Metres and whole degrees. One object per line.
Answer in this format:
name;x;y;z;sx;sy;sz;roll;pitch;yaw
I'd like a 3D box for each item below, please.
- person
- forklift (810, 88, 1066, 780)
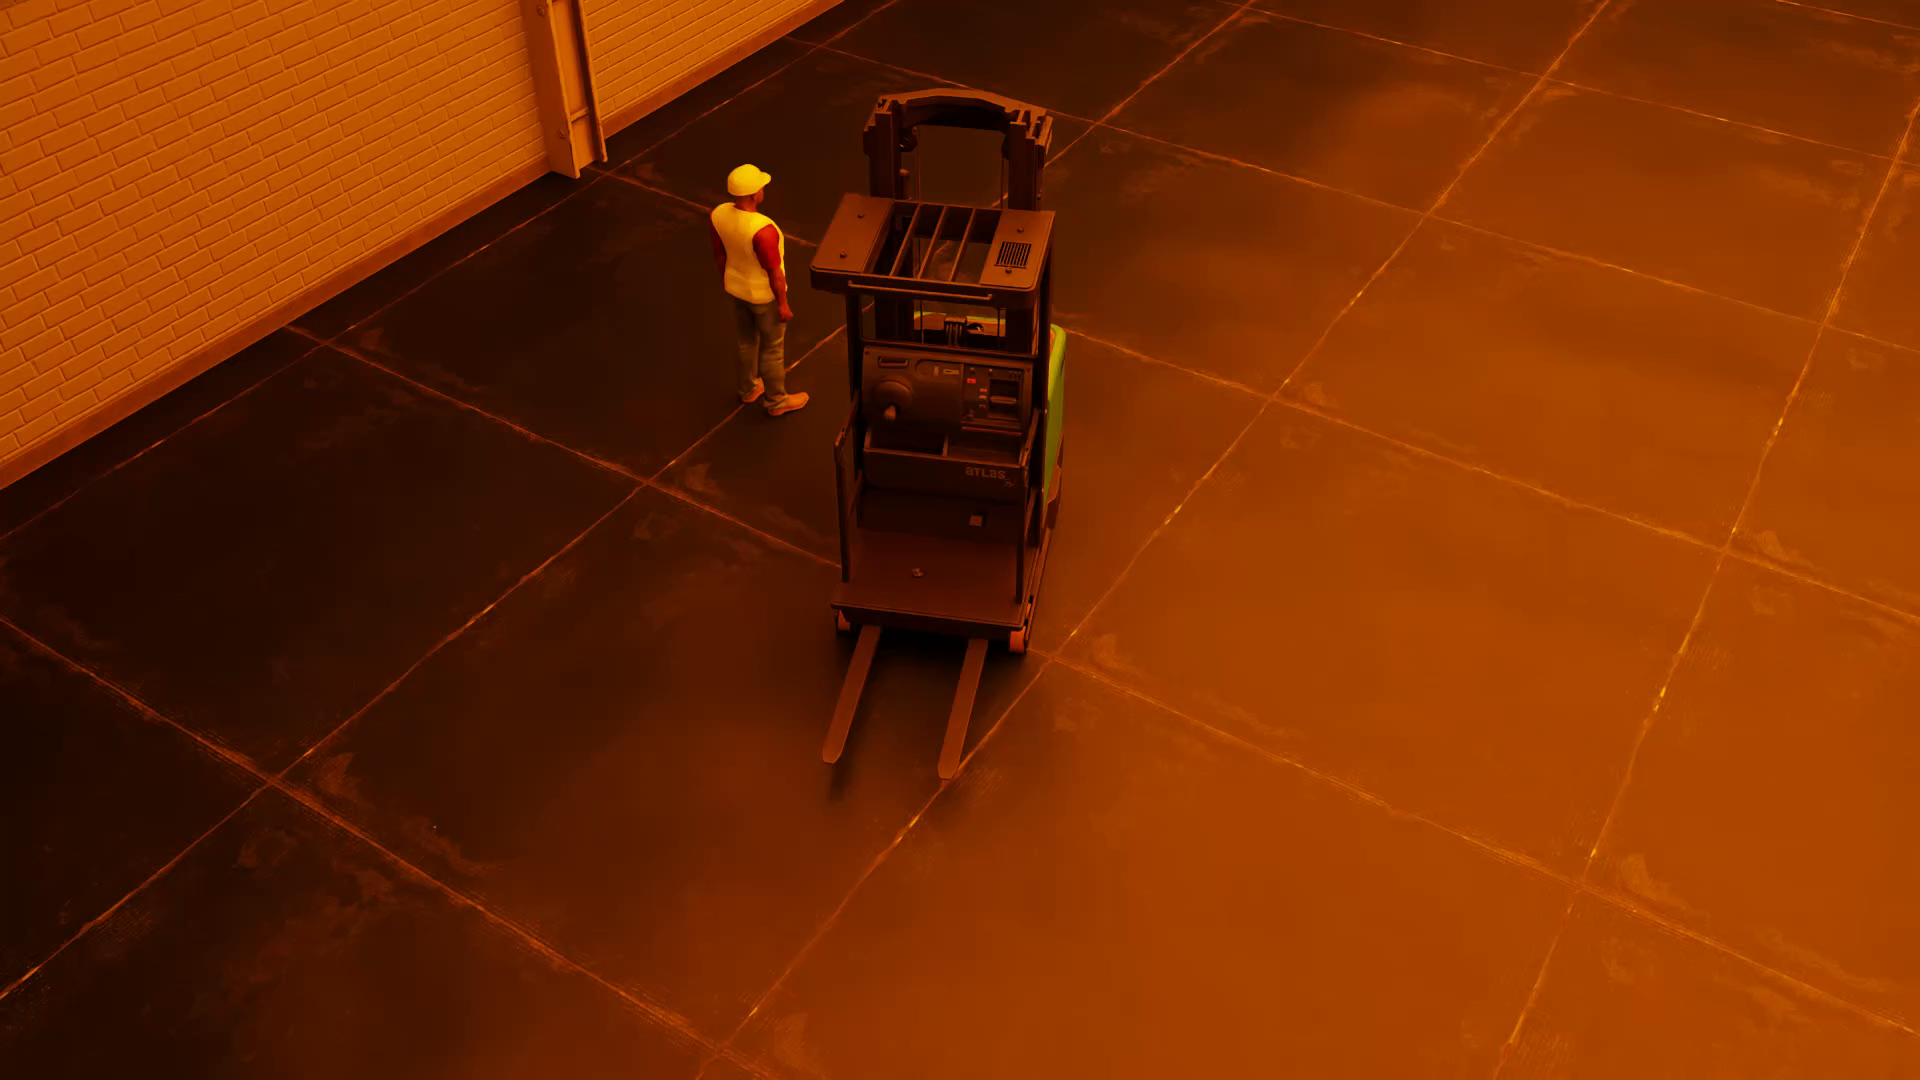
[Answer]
person;-1.313;-1.627;10.789;0.585;1.771;0.361;28;48;29
forklift;-0.108;-0.731;8.830;1.130;2.935;3.031;7;41;8
